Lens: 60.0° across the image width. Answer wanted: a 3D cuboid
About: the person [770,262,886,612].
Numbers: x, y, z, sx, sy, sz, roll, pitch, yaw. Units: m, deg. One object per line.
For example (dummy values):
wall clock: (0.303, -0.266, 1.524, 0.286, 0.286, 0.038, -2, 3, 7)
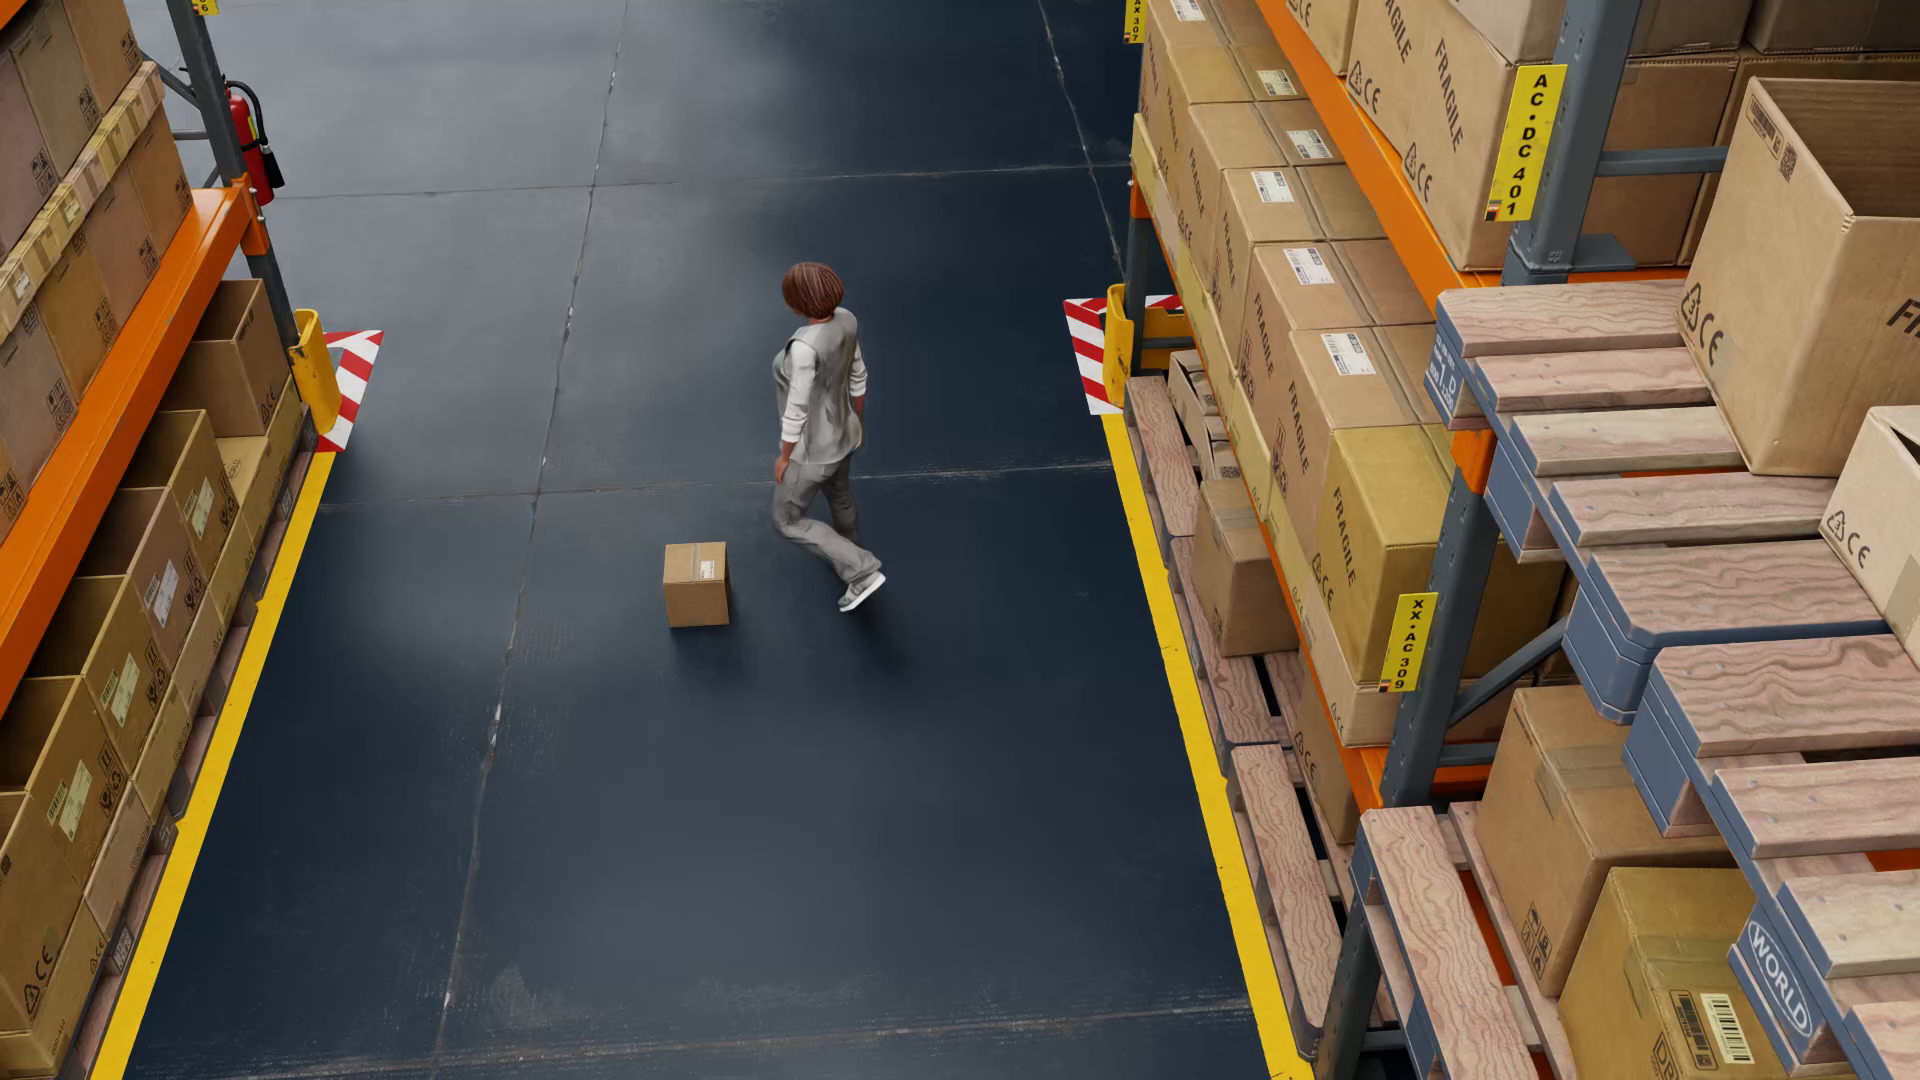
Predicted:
person: (-0.494, -0.390, 6.605, 0.507, 1.594, 0.545, 16, 42, 19)
